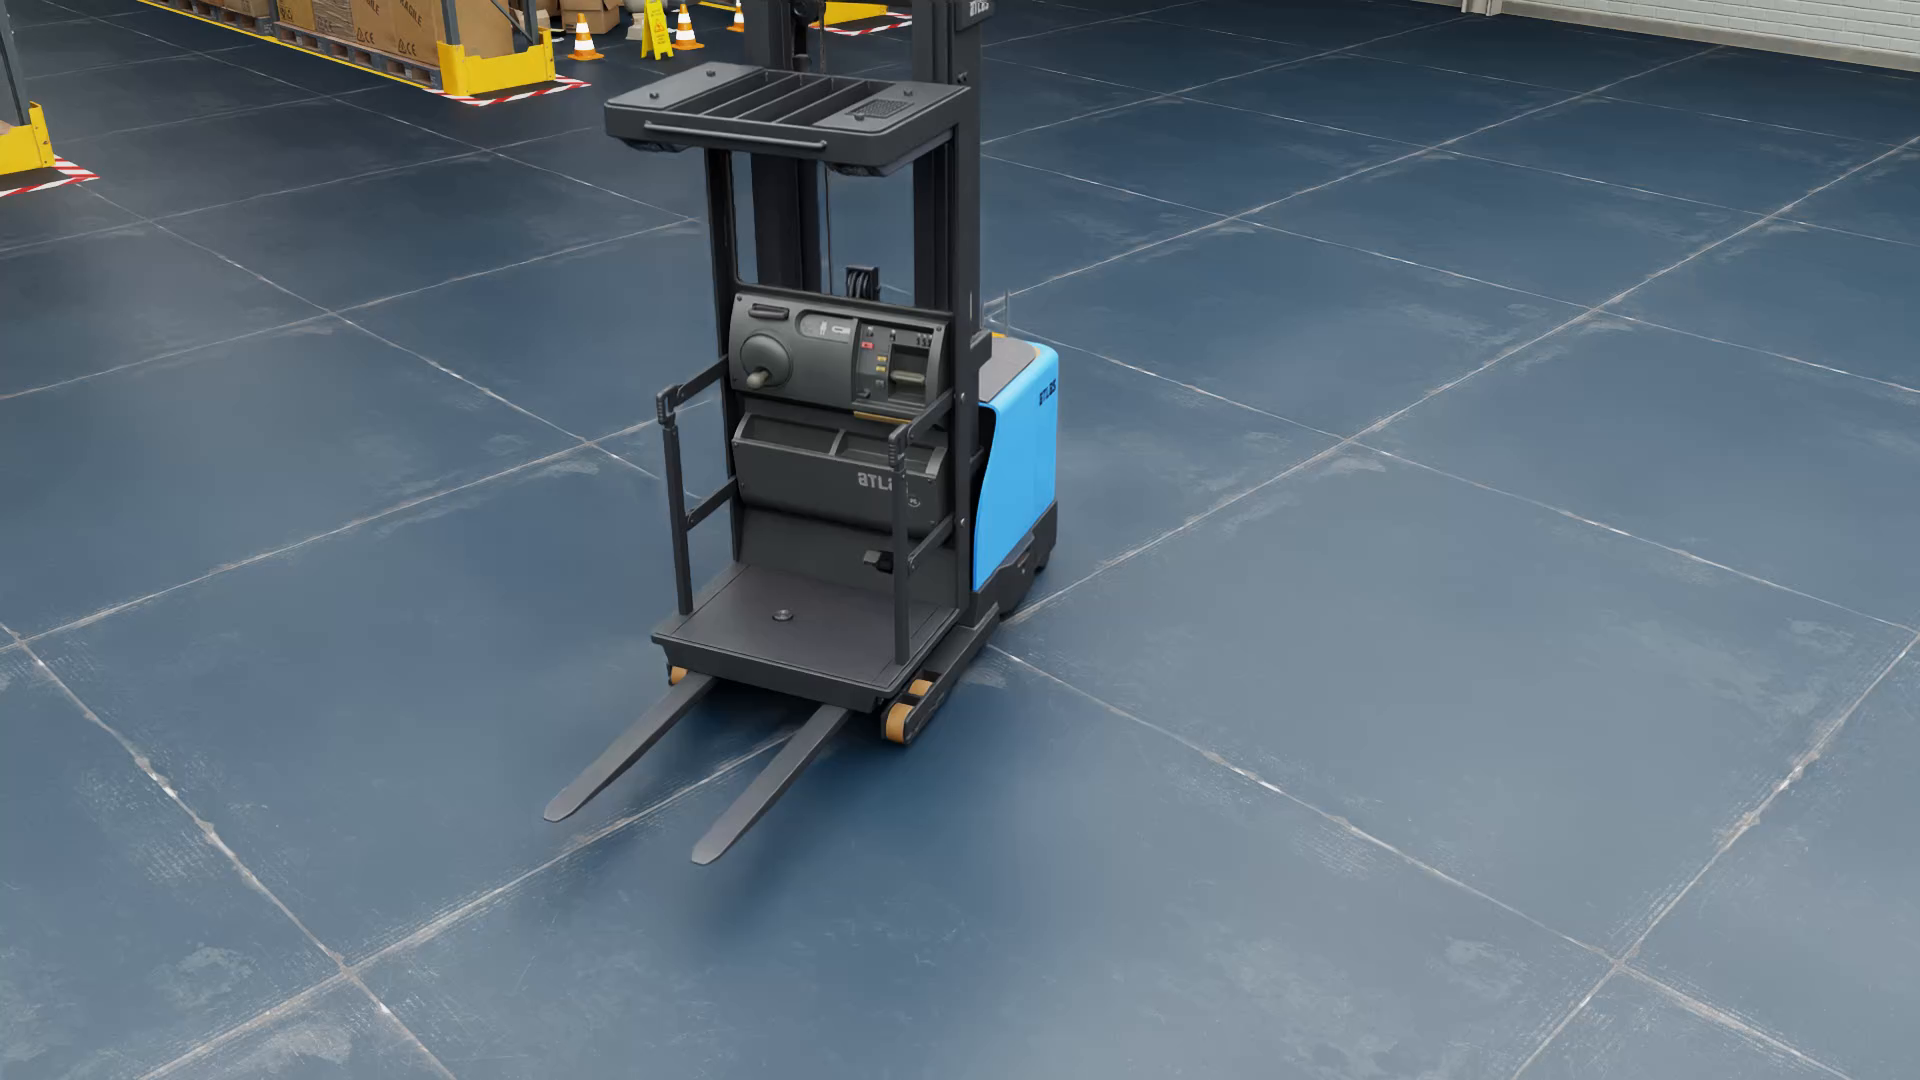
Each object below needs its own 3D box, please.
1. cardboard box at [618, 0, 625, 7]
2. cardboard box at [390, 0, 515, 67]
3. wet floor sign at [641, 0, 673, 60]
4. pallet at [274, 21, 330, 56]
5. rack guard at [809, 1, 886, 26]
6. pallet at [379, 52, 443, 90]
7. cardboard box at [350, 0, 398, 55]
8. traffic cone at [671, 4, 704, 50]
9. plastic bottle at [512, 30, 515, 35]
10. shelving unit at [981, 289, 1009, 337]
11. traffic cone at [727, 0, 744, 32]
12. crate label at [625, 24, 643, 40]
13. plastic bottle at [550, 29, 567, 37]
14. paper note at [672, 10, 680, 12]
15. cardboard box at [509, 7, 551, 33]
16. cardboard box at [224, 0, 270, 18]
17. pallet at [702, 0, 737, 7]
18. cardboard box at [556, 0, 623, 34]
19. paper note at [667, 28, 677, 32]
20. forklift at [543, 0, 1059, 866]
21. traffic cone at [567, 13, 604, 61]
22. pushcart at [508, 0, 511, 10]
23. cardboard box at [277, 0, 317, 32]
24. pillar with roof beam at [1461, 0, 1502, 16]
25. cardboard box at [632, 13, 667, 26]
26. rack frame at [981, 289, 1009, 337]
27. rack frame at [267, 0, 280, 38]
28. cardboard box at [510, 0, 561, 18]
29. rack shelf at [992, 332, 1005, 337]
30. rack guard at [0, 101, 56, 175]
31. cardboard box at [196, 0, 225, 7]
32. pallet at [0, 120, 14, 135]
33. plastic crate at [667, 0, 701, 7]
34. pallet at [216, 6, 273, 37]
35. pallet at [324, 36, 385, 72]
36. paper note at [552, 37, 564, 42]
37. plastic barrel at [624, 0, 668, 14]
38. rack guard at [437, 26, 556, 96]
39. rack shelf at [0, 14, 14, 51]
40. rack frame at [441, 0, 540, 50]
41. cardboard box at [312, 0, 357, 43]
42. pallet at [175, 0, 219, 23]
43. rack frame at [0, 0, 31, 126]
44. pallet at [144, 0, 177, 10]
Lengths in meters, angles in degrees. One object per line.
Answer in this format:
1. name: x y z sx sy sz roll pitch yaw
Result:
1. cardboard box: -4.410 -7.113 21.238 0.500 0.500 0.500 -3 28 -5
2. cardboard box: -5.296 -5.484 17.287 0.875 0.875 0.875 25 37 39
3. wet floor sign: -3.357 -5.644 18.291 0.232 0.644 0.267 18 33 30
4. pallet: -7.131 -5.836 19.121 1.213 0.211 1.003 25 36 38
5. rack guard: -1.422 -6.633 20.327 0.348 0.500 1.175 25 36 38
6. pallet: -5.391 -5.039 17.607 1.213 0.211 1.003 25 36 38
7. cardboard box: -5.925 -5.770 17.832 0.875 0.875 0.875 24 36 38
8. traffic cone: -3.114 -5.825 18.830 0.334 0.463 0.336 25 36 38
9. plastic bottle: -5.336 -5.928 19.458 0.133 0.061 0.283 12 30 22
10. shelving unit: 0.089 -0.650 8.197 0.189 1.200 0.258 17 32 29
11. traffic cone: -2.578 -6.304 19.741 0.334 0.463 0.336 25 36 38
12. crate label: -3.718 -5.916 19.354 0.298 0.136 0.250 7 29 13
13. plastic bottle: -4.769 -5.954 19.508 0.283 0.061 0.133 12 30 22
14. paper note: -3.525 -6.647 20.859 0.148 0.019 0.142 12 30 22
15. cardboard box: -5.101 -6.184 19.726 0.396 0.266 0.258 -18 33 -31
16. cardboard box: -8.124 -6.707 19.748 0.750 0.750 1.050 24 36 38
17. pallet: -2.842 -7.180 21.678 1.213 0.211 1.003 25 36 38
18. cardboard box: -4.395 -6.342 19.771 0.637 0.503 0.797 2 28 4
19. paper note: -3.437 -6.048 19.720 0.142 0.019 0.148 12 30 22
20. forklift: -0.578 -0.701 6.434 1.130 2.935 3.031 11 30 20
21. traffic cone: -4.149 -5.560 18.328 0.334 0.463 0.336 25 36 38
22. pushcart: -5.783 -7.086 21.321 0.936 0.377 1.648 12 30 22
23. cardboard box: -7.219 -6.361 18.956 0.875 0.875 0.875 -25 36 -38
24. pillar with roof beam: 3.506 -9.158 15.998 0.400 9.000 9.100 25 36 38
25. cardboard box: -3.718 -6.210 19.900 0.380 0.149 0.250 -7 29 -14
26. rack frame: 0.166 -0.626 8.152 0.006 1.200 0.240 17 32 29
27. rack frame: -7.618 -7.344 18.994 0.127 3.000 1.000 25 36 38
28. cardboard box: -5.067 -6.705 20.315 0.503 0.637 0.797 25 36 38
29. rack shelf: 0.089 -0.929 8.050 0.180 0.103 0.258 17 32 29
30. rack guard: -8.369 -3.344 14.073 0.348 0.500 1.175 25 36 38
31. cardboard box: -8.809 -7.023 20.349 0.750 0.750 1.050 25 36 38
32. pallet: -8.924 -3.493 14.666 1.213 0.211 1.003 25 36 38
33. plastic crate: -3.675 -6.943 21.368 0.583 0.080 0.402 12 30 22
34. pallet: -8.221 -6.336 20.074 1.213 0.211 1.003 25 36 38
35. pallet: -6.256 -5.437 18.364 1.213 0.211 1.003 25 36 38
36. paper note: -4.664 -5.785 19.222 0.144 0.017 0.142 -13 30 -22
37. plastic barrel: -3.902 -6.746 20.624 0.512 0.421 0.421 -3 28 -5
38. rack guard: -4.749 -4.925 17.078 0.348 0.500 1.175 25 36 38
39. rack shelf: -9.741 -4.760 14.852 4.000 0.370 1.077 25 36 38
40. rack frame: -4.766 -6.039 16.511 0.127 3.000 1.000 25 36 38
41. cardboard box: -6.573 -6.068 18.399 0.875 0.875 0.875 25 37 39
42. pallet: -9.095 -6.735 20.831 1.213 0.211 1.003 25 36 38
43. rack frame: -8.315 -4.426 13.444 0.127 3.000 1.000 25 36 38
44. pallet: -9.961 -7.133 21.588 1.213 0.211 1.003 25 36 38
